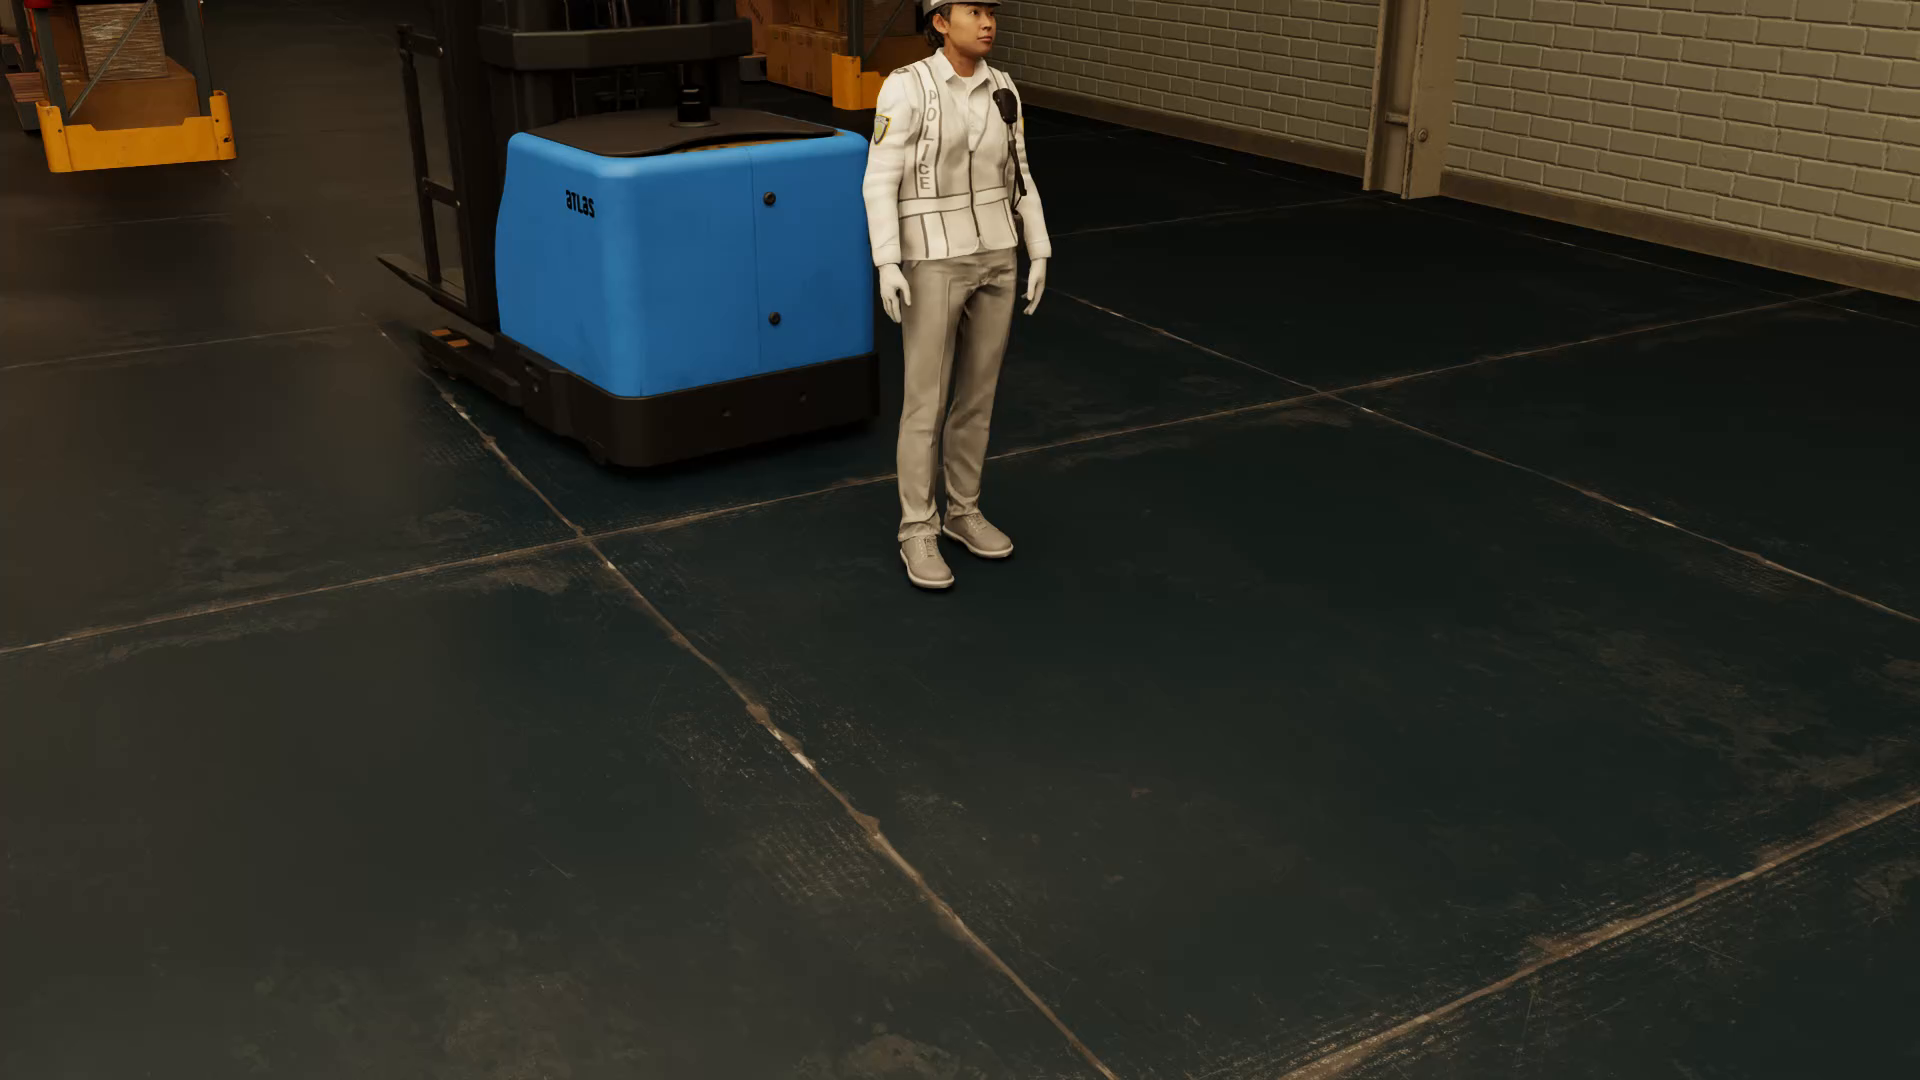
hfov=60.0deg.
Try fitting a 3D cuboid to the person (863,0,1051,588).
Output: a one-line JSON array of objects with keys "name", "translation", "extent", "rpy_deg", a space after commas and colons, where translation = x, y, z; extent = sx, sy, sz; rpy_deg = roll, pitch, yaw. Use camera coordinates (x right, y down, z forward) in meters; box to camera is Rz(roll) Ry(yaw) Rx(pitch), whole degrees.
[{"name": "person", "translation": [0.028, -0.768, 4.754], "extent": [0.588, 1.696, 0.533], "rpy_deg": [-12, 25, -28]}]

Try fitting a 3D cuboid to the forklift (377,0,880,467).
[{"name": "forklift", "translation": [-1.567, -2.095, 6.379], "extent": [1.130, 2.935, 3.031], "rpy_deg": [-16, 27, -33]}]
